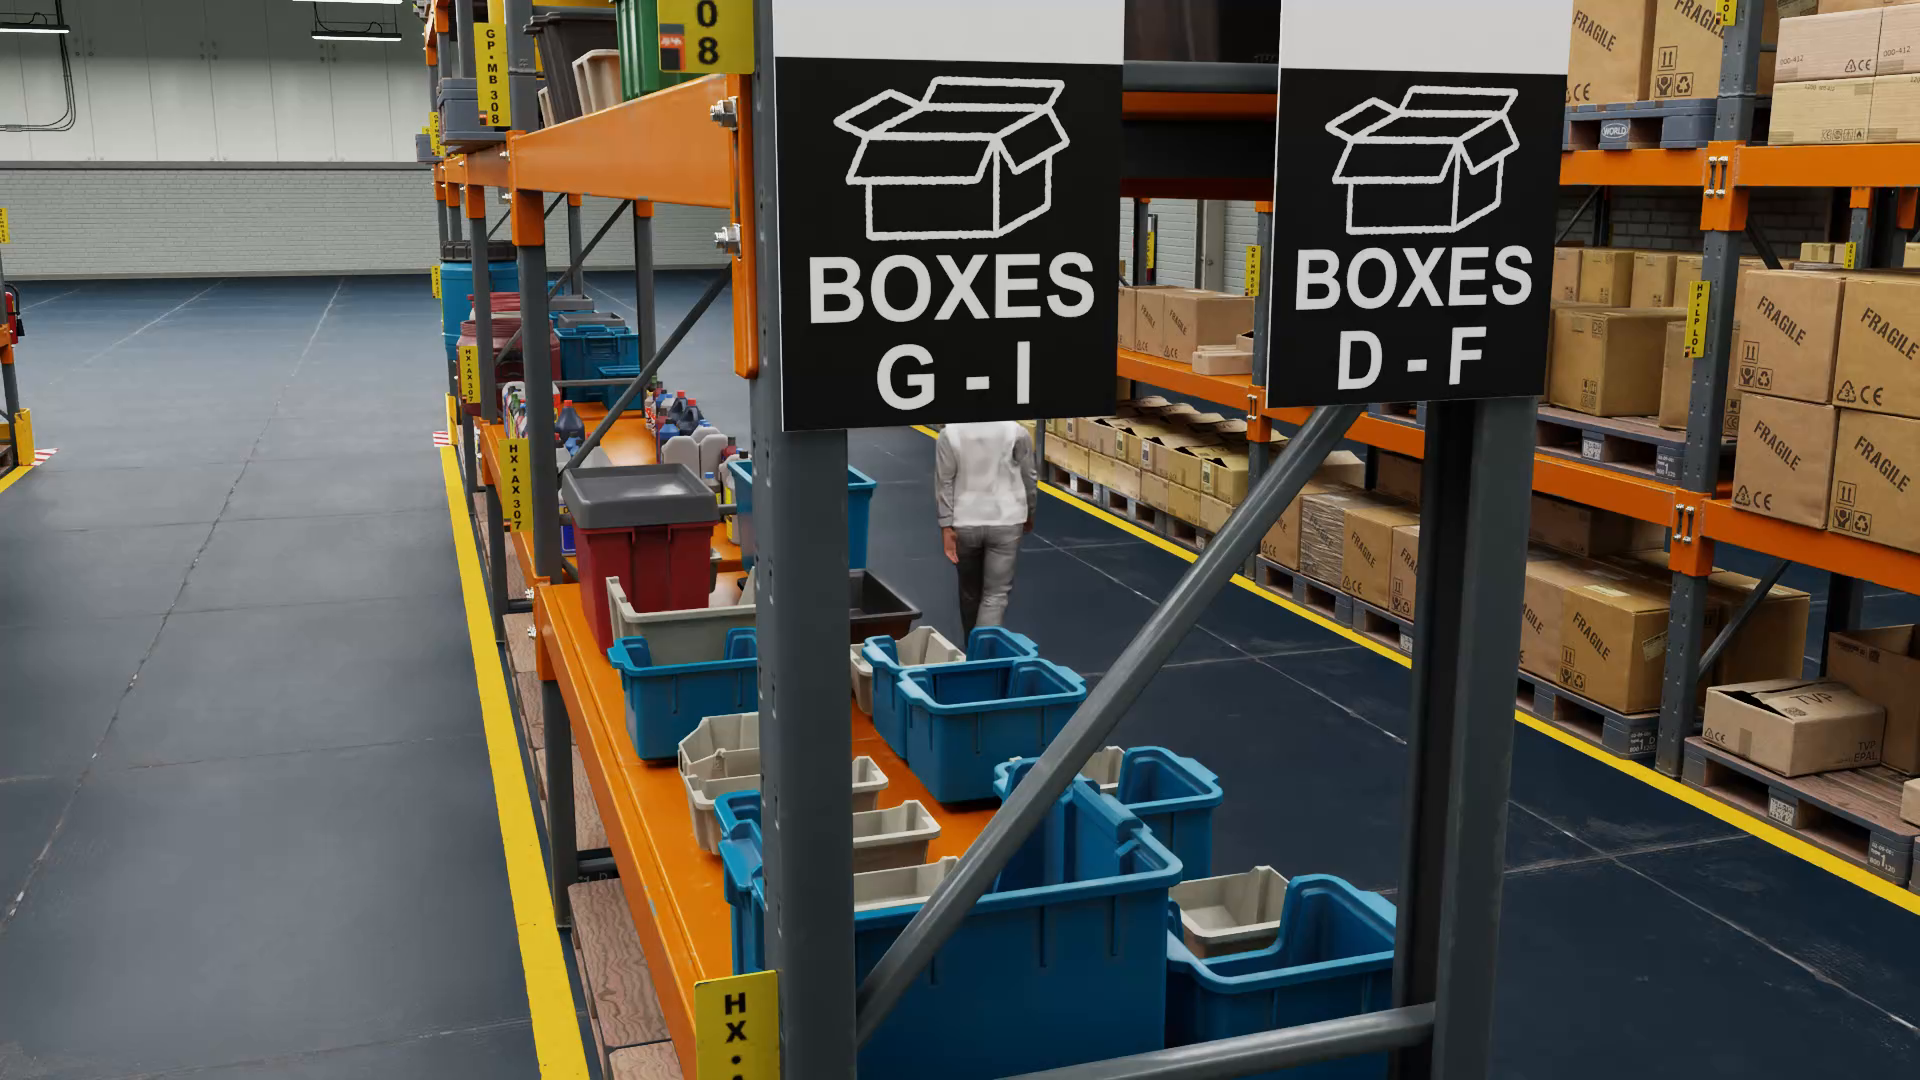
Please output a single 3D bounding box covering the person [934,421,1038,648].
[{"bbox_3d":[0.151,-0.108,8.935,0.532,1.724,1.045,2,13,11],"label":"person"}]
